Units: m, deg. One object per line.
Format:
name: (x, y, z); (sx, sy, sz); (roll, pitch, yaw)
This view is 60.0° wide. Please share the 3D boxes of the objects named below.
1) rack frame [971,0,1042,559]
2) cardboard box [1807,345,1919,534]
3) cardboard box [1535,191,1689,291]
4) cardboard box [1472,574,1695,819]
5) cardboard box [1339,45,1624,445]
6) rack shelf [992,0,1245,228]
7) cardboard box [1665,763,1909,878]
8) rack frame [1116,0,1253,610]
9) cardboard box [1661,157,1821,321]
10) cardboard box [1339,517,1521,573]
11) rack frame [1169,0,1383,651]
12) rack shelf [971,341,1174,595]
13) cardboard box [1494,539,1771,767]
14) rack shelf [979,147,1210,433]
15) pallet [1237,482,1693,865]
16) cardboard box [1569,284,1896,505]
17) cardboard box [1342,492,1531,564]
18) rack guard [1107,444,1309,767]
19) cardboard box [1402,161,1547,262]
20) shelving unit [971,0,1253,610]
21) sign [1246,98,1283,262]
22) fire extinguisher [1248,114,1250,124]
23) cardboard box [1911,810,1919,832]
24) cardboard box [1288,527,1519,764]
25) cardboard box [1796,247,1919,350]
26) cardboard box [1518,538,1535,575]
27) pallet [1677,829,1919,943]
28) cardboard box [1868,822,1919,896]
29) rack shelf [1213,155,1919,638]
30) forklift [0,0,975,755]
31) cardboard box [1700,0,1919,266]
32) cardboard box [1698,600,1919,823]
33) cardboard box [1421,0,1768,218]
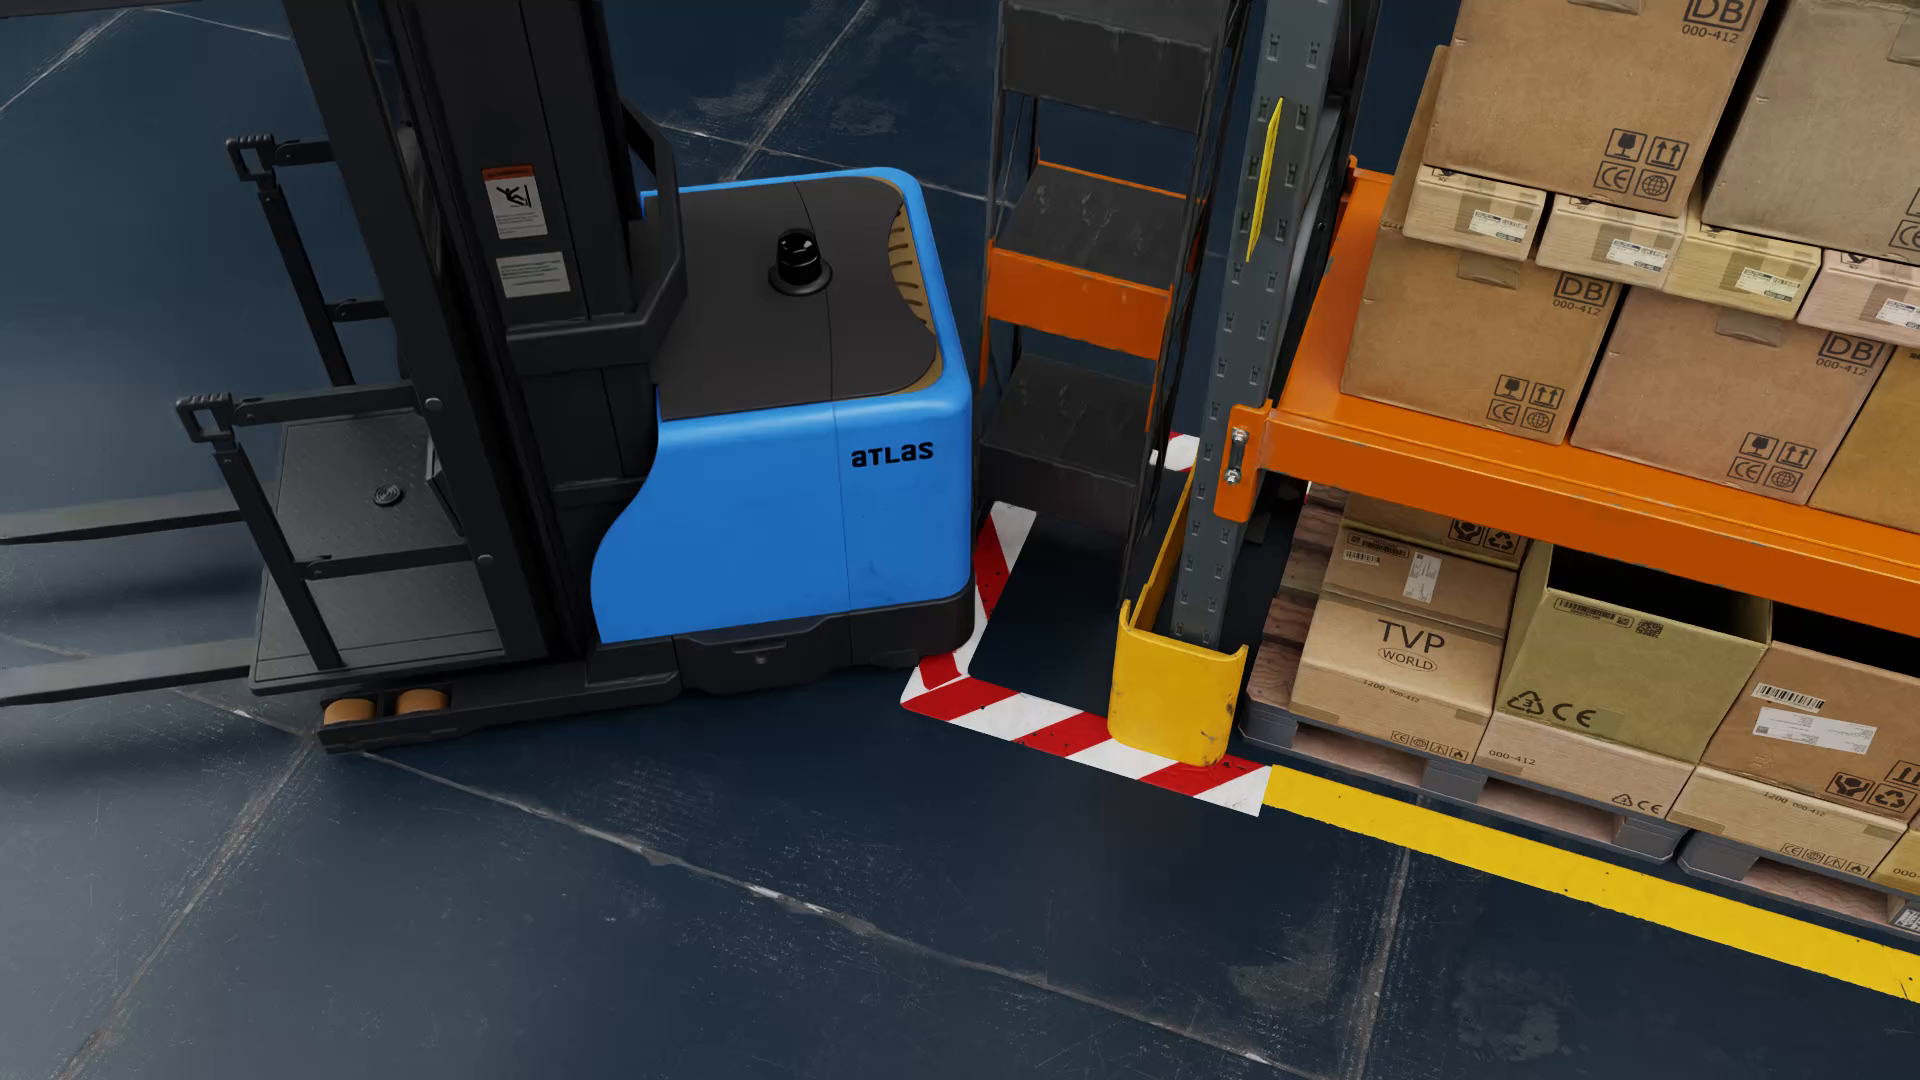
rack frame: (0.125, -0.740, 4.477); (0.015, 2.100, 0.400); (16, 51, 11)
cardboard box: (2.182, -0.413, 3.557); (0.500, 0.500, 0.700); (16, 51, 13)
cardboard box: (1.333, -0.703, 3.379); (0.250, 0.149, 0.380); (14, 51, 12)
cardboard box: (1.687, 0.409, 4.452); (0.500, 0.250, 0.500); (16, 51, 13)
cardboard box: (1.224, -0.682, 3.790); (0.500, 0.500, 0.700); (16, 51, 13)
rack shelf: (0.381, -1.116, 3.908); (0.480, 0.518, 0.431); (16, 51, 11)
cardboard box: (2.156, 0.541, 4.338); (0.500, 0.250, 0.500); (16, 51, 13)
rack frame: (0.586, -0.607, 4.387); (0.015, 2.100, 0.400); (16, 51, 11)
cardboard box: (1.566, -0.636, 3.321); (0.250, 0.149, 0.380); (16, 51, 13)
cardboard box: (1.396, -0.086, 4.881); (0.500, 0.250, 0.500); (16, 51, 13)
rack frame: (0.791, -0.780, 3.941); (0.127, 3.000, 1.000); (16, 51, 13)
rack shelf: (0.330, -0.214, 4.977); (0.480, 0.518, 0.431); (16, 51, 11)
cardboard box: (1.687, 0.165, 4.168); (0.500, 0.500, 0.500); (16, 51, 13)
rack shelf: (0.355, -0.665, 4.442); (0.480, 0.518, 0.431); (16, 51, 11)
pallet: (1.523, 0.304, 4.847); (1.213, 0.211, 1.003); (16, 51, 13)
cardboard box: (1.719, -0.548, 3.673); (0.500, 0.500, 0.700); (17, 51, 14)
cardboard box: (1.397, -0.333, 4.599); (0.500, 0.500, 0.500); (16, 51, 13)
rack guard: (0.768, 0.032, 4.891); (0.348, 0.500, 1.175); (16, 51, 13)
cardboard box: (1.084, -0.770, 3.437); (0.250, 0.149, 0.380); (15, 51, 13)
shelving unit: (0.356, -0.674, 4.432); (0.503, 2.100, 0.431); (16, 51, 11)
sign: (0.593, -0.698, 3.245); (0.005, 0.325, 0.100); (16, 51, 13)
fire extinguisher: (0.841, -1.115, 4.283); (0.183, 0.674, 0.296); (16, 51, 13)
cardboard box: (2.623, 0.430, 3.938); (0.500, 0.500, 0.500); (16, 51, 13)
cardboard box: (1.217, 0.281, 4.563); (0.500, 0.250, 0.500); (16, 51, 13)
cardboard box: (1.802, -0.569, 3.263); (0.250, 0.149, 0.380); (15, 51, 13)
cardboard box: (1.870, 0.036, 4.775); (0.500, 0.250, 0.500); (16, 51, 13)
pallet: (2.663, 0.624, 4.569); (1.213, 0.211, 1.003); (16, 51, 13)
cardboard box: (2.623, 0.675, 4.222); (0.500, 0.250, 0.500); (16, 51, 13)
rack shelf: (2.667, -0.021, 3.759); (4.000, 0.370, 1.077); (16, 51, 13)
forklift: (-1.522, -0.791, 3.996); (3.031, 2.935, 1.130); (-7, 49, -6)
cardboard box: (1.769, -0.959, 3.171); (0.500, 0.500, 0.700); (14, 51, 12)
cardboard box: (2.160, 0.287, 4.062); (0.500, 0.500, 0.500); (16, 51, 13)
cardboard box: (1.274, -1.093, 3.287); (0.500, 0.500, 0.700); (16, 51, 13)
